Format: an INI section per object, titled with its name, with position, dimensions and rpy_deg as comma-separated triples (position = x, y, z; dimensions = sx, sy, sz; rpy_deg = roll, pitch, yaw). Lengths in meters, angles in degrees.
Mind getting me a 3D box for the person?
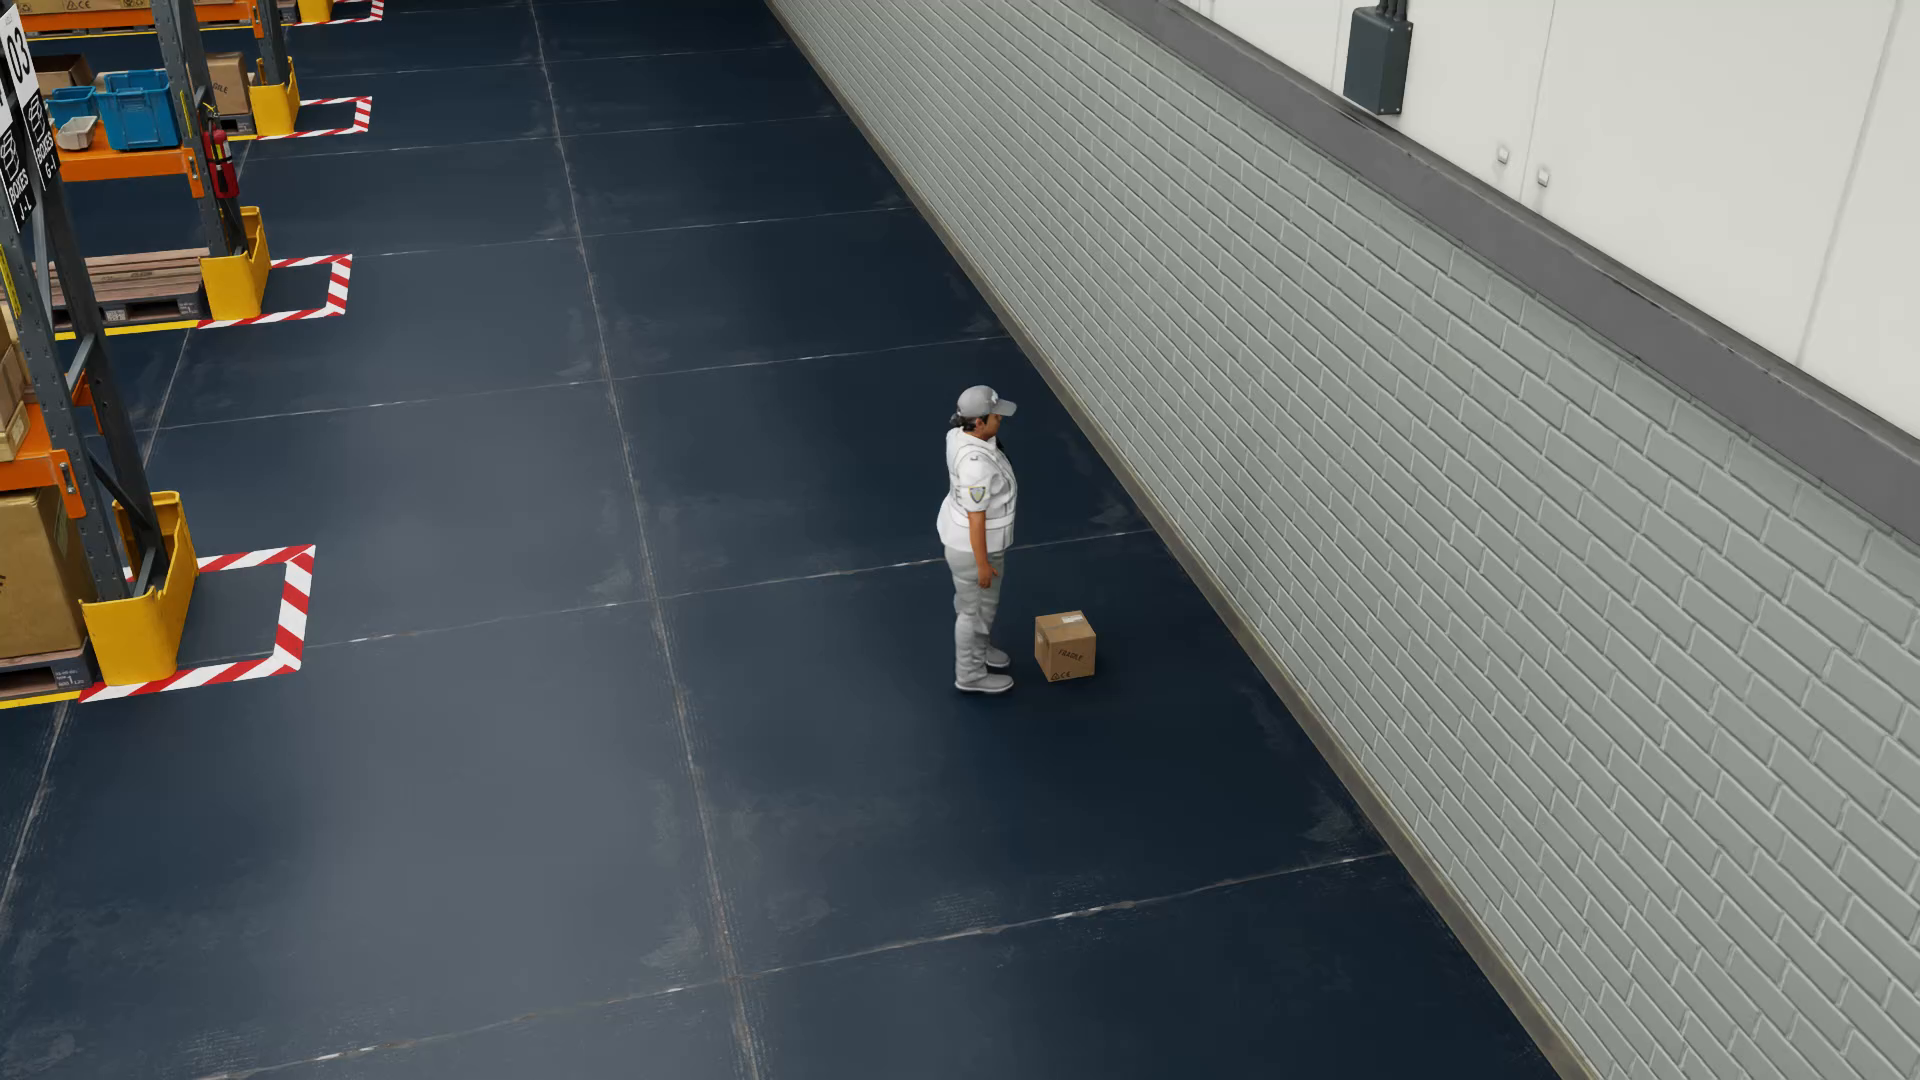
[person]
position = 0.085, -0.002, 8.229
dimensions = 0.394, 1.672, 0.547
rpy_deg = -4, 31, -6
